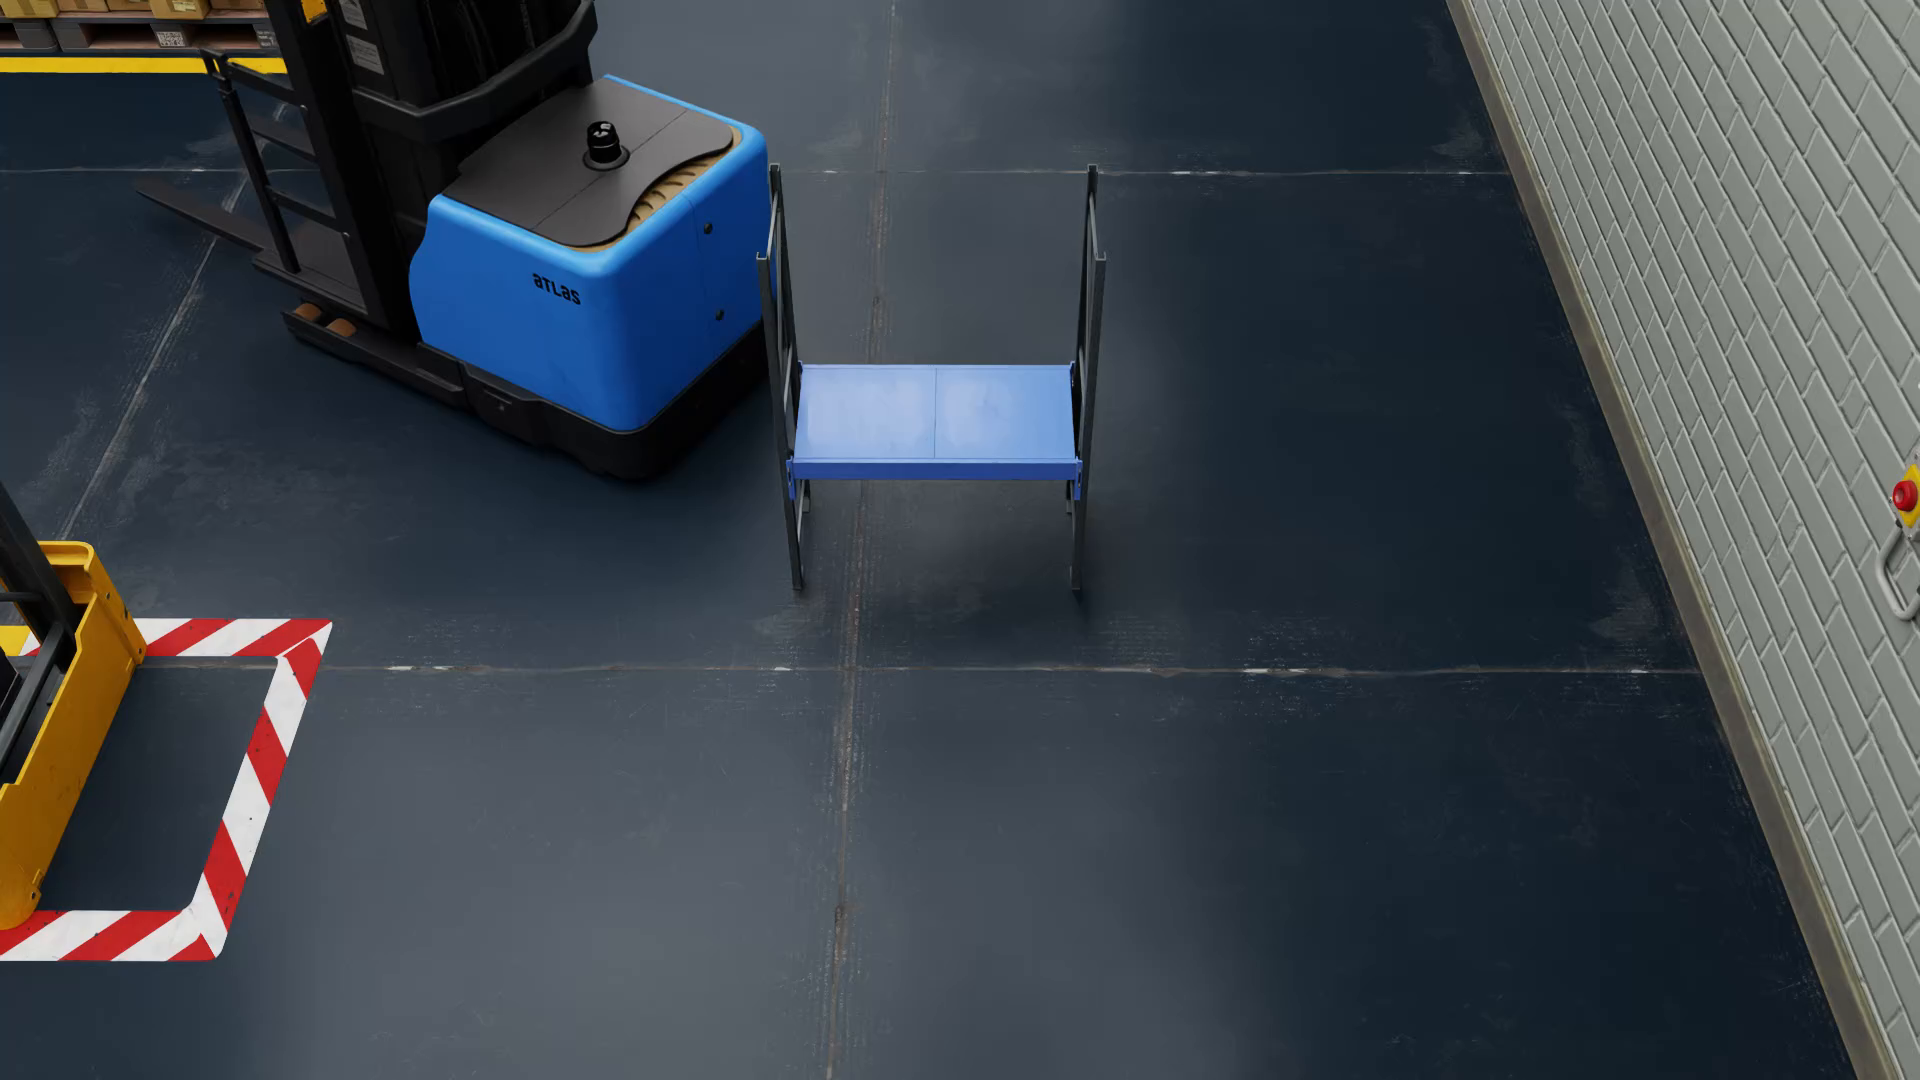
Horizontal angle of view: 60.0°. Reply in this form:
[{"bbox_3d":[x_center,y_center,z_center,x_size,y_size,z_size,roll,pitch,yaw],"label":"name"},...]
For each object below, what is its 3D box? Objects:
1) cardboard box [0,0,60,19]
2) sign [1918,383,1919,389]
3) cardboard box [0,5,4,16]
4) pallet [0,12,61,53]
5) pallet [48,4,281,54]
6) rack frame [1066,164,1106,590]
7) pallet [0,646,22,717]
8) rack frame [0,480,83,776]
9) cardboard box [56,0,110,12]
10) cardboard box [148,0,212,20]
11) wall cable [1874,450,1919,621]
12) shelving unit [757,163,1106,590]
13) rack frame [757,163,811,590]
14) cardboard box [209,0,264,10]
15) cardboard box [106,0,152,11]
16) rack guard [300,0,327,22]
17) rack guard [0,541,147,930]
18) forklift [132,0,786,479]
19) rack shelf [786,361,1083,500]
[{"bbox_3d":[-4.709,-2.828,8.494,0.250,0.149,0.380,-2,47,-2],"label":"cardboard box"},{"bbox_3d":[2.625,-0.376,4.367,0.001,0.218,0.327,0,47,0],"label":"sign"},{"bbox_3d":[-4.982,-2.843,8.508,0.250,0.149,0.380,1,47,1],"label":"cardboard box"},{"bbox_3d":[-5.263,-2.955,8.856,1.213,0.211,1.003,0,47,0],"label":"pallet"},{"bbox_3d":[-4.046,-2.949,8.851,1.213,0.211,1.003,0,47,0],"label":"pallet"},{"bbox_3d":[0.423,-0.510,5.700,0.032,1.500,0.500,0,47,0],"label":"rack frame"},{"bbox_3d":[-3.875,0.758,5.401,1.213,0.211,1.003,0,47,0],"label":"pallet"},{"bbox_3d":[-3.075,-0.248,4.431,0.127,3.000,1.000,0,47,0],"label":"rack frame"},{"bbox_3d":[-4.454,-2.873,8.536,0.250,0.149,0.380,1,47,1],"label":"cardboard box"},{"bbox_3d":[-3.943,-2.818,8.485,0.250,0.149,0.380,1,47,1],"label":"cardboard box"},{"bbox_3d":[2.563,-0.606,4.049,0.123,1.953,0.585,0,47,0],"label":"wall cable"},{"bbox_3d":[-0.085,-0.511,5.701,1.048,1.500,0.538,0,47,0],"label":"shelving unit"},{"bbox_3d":[-0.594,-0.513,5.703,0.032,1.500,0.500,0,47,0],"label":"rack frame"},{"bbox_3d":[-3.685,-2.892,8.553,0.250,0.149,0.380,1,47,1],"label":"cardboard box"},{"bbox_3d":[-4.207,-2.882,8.544,0.250,0.149,0.380,0,47,0],"label":"cardboard box"},{"bbox_3d":[-3.234,-3.020,8.719,0.348,0.500,1.175,0,47,0],"label":"rack guard"},{"bbox_3d":[-3.051,0.604,5.346,0.348,0.500,1.175,0,47,0],"label":"rack guard"},{"bbox_3d":[-2.235,-2.060,6.165,3.031,2.935,1.130,24,52,21],"label":"forklift"},{"bbox_3d":[-0.085,-0.389,5.833,1.000,0.185,0.538,0,47,0],"label":"rack shelf"}]
